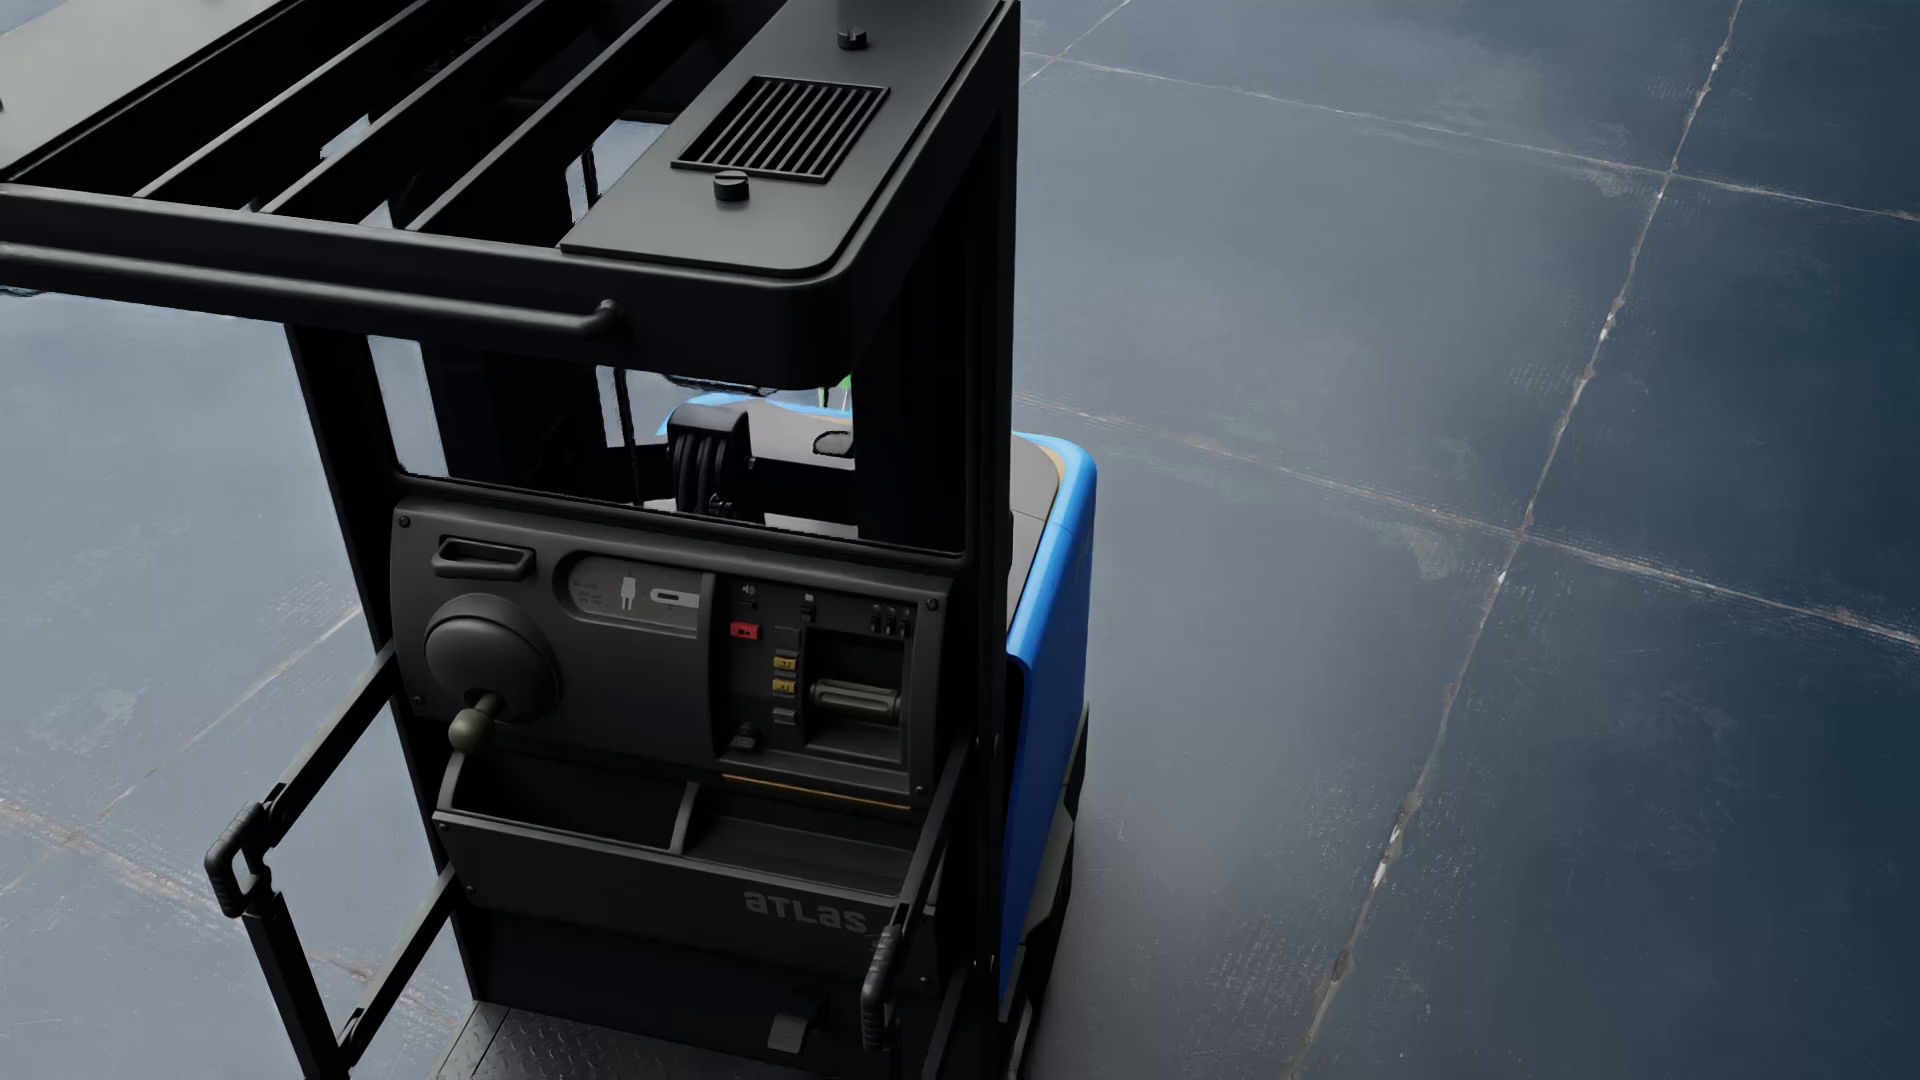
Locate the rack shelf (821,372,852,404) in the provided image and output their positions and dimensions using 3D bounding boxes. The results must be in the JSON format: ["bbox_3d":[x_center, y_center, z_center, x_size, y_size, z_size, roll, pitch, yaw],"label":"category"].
[{"bbox_3d":[-0.147,-0.473,4.987,0.480,0.148,0.258,17,41,21],"label":"rack shelf"}]

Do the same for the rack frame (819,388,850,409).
[{"bbox_3d":[-0.364,-0.592,5.037,0.015,1.200,0.240,17,41,21],"label":"rack frame"}]

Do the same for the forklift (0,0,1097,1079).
[{"bbox_3d":[-0.525,0.257,2.487,1.130,2.935,3.031,8,38,11],"label":"forklift"}]

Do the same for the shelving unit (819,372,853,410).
[{"bbox_3d":[-0.147,-0.524,4.948,0.503,1.200,0.258,17,41,21],"label":"shelving unit"}]
